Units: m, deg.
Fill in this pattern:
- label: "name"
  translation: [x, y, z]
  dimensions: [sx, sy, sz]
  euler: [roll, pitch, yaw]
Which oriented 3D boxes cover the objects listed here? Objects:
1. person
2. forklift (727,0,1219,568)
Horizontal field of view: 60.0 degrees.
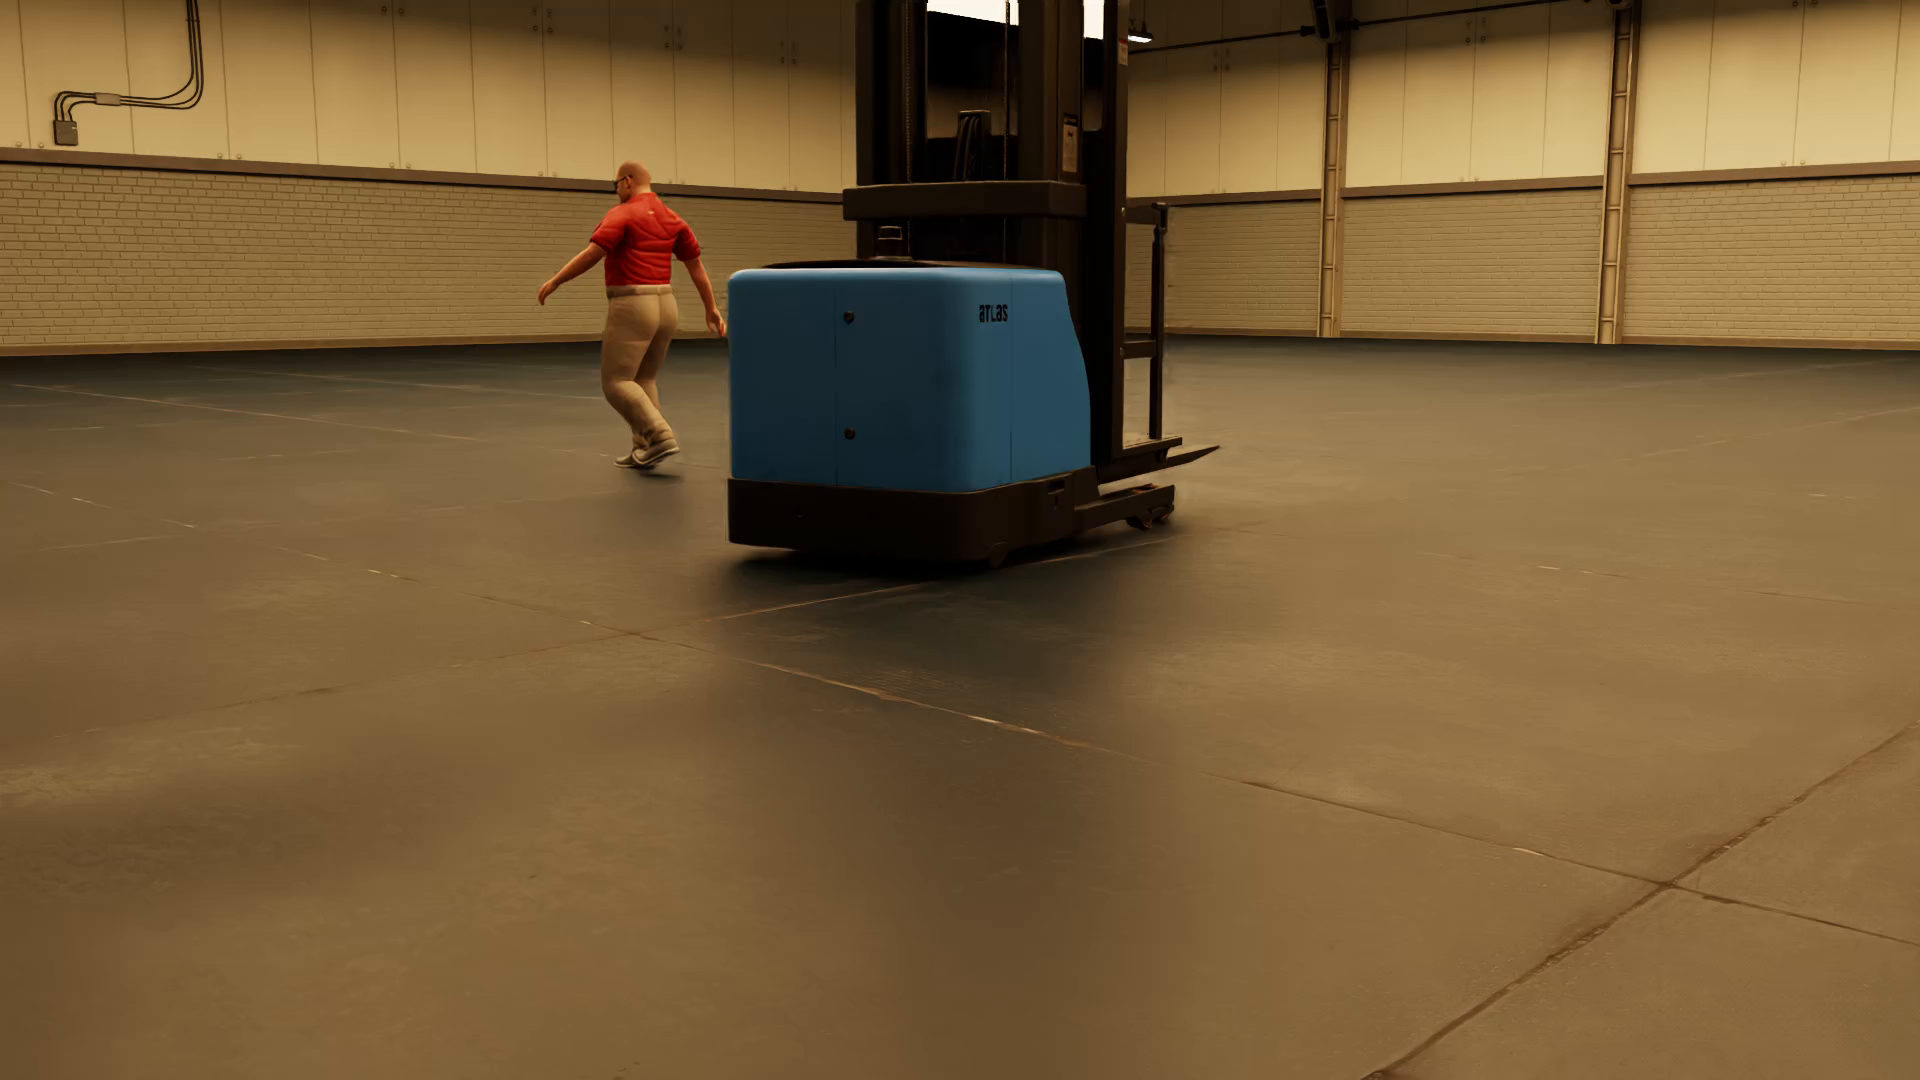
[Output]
- label: "person"
  translation: [-1.760, -1.229, 9.181]
  dimensions: [0.730, 1.709, 0.909]
  euler: [5, 10, 32]
- label: "forklift"
  translation: [0.285, -1.530, 7.038]
  dimensions: [1.130, 2.935, 3.031]
  euler: [5, 10, 28]
